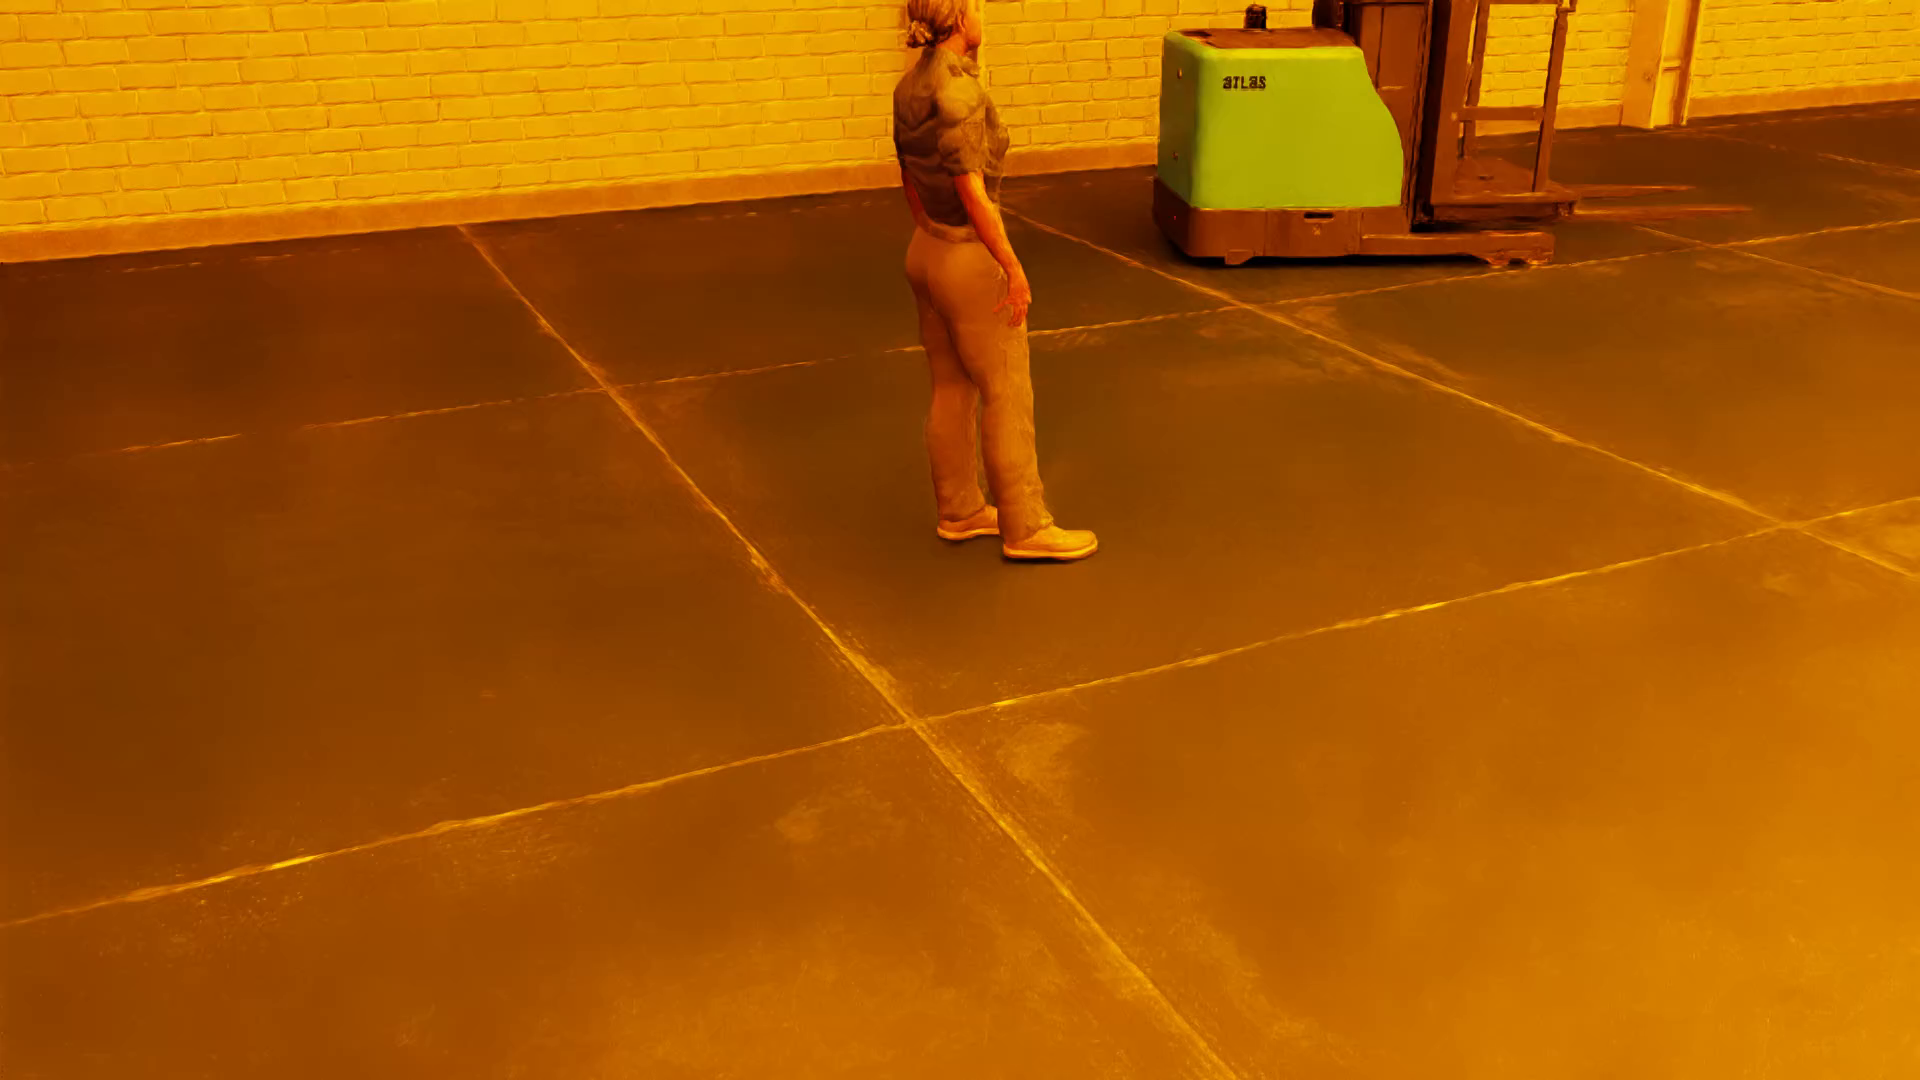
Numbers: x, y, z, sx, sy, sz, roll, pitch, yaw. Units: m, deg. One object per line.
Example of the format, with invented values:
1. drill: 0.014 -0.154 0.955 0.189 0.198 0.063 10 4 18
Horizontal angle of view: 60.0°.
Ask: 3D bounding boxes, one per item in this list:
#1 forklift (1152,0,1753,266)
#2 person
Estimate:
1. forklift: 2.610 -2.954 8.397 3.031 2.935 1.130 -2 23 -5
2. person: 0.088 -0.778 4.805 0.503 1.654 0.570 -10 25 -23
